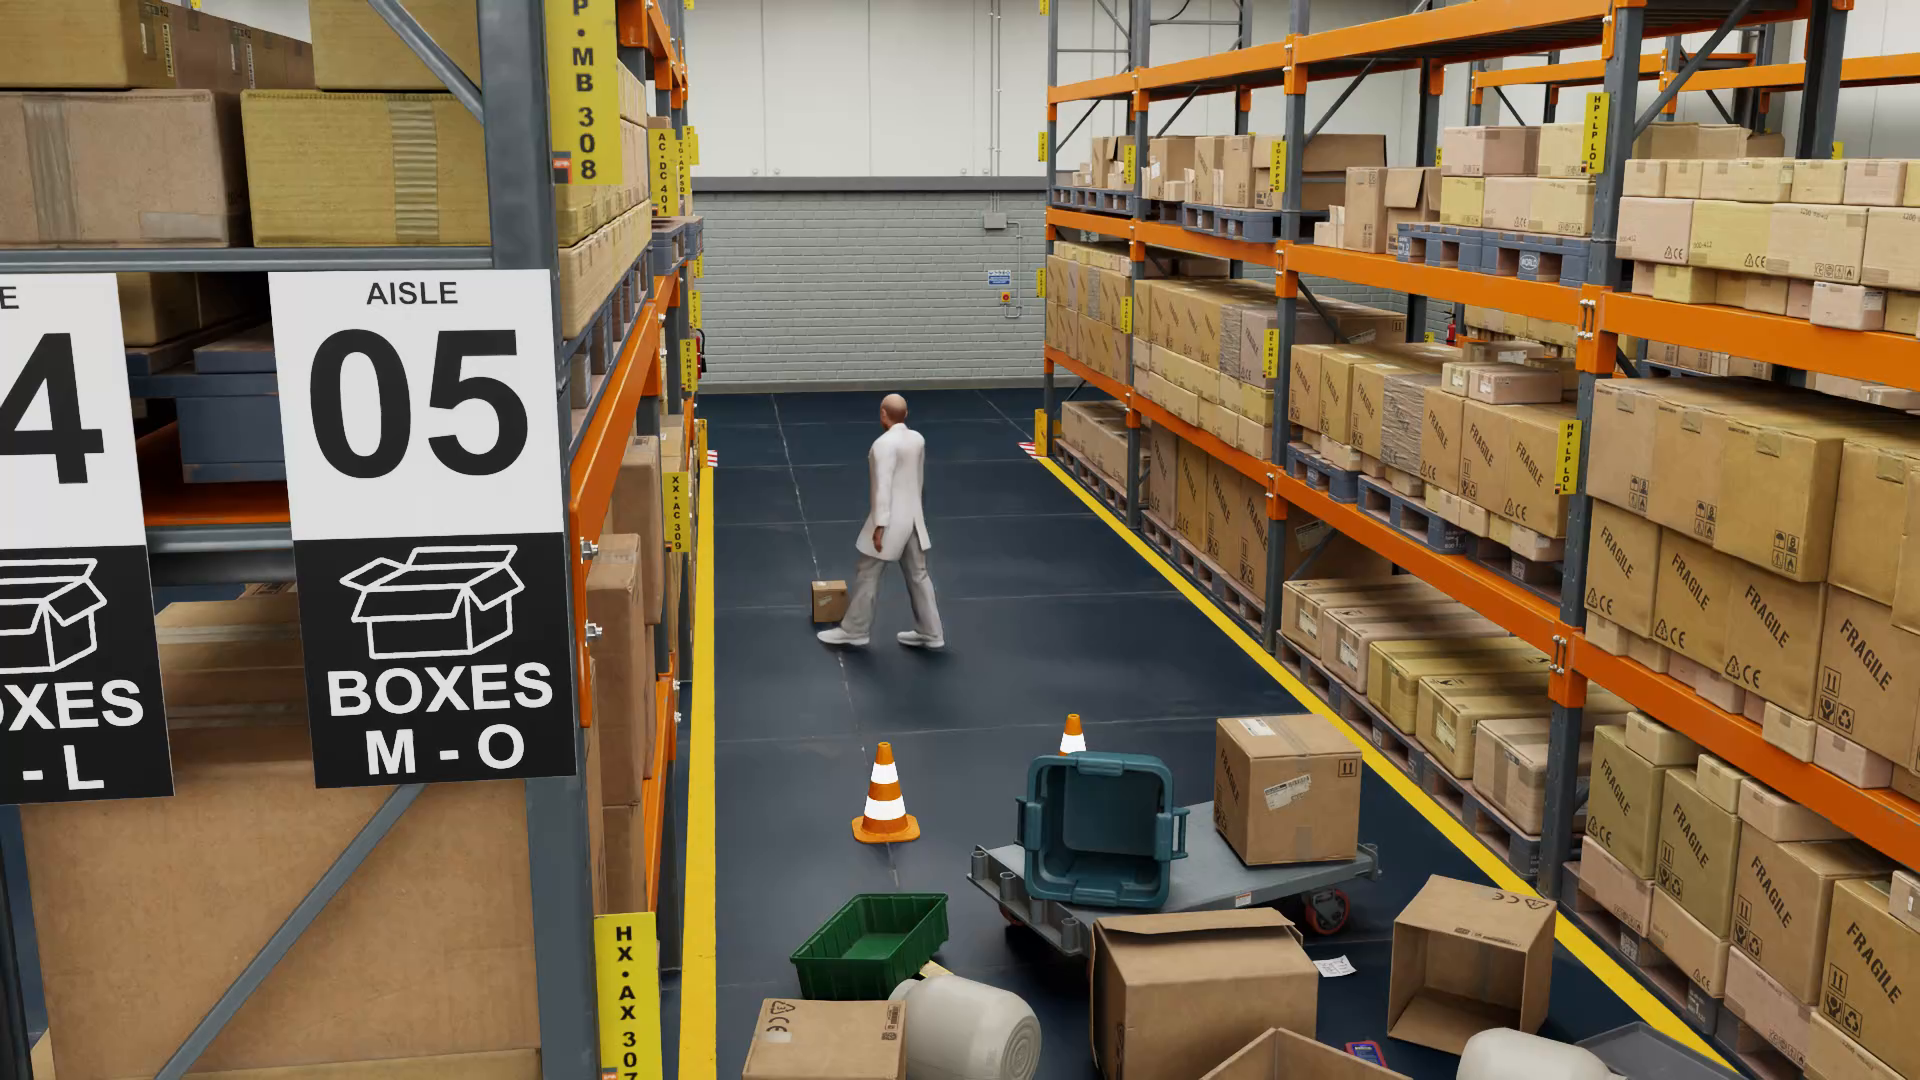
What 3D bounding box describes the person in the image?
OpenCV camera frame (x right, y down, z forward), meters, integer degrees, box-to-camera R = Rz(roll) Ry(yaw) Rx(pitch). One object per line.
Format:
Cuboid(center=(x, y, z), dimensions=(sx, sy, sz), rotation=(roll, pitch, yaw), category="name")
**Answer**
Cuboid(center=(-0.499, -0.137, 11.544), dimensions=(0.827, 1.754, 0.634), rotation=(8, 15, 32), category="person")
